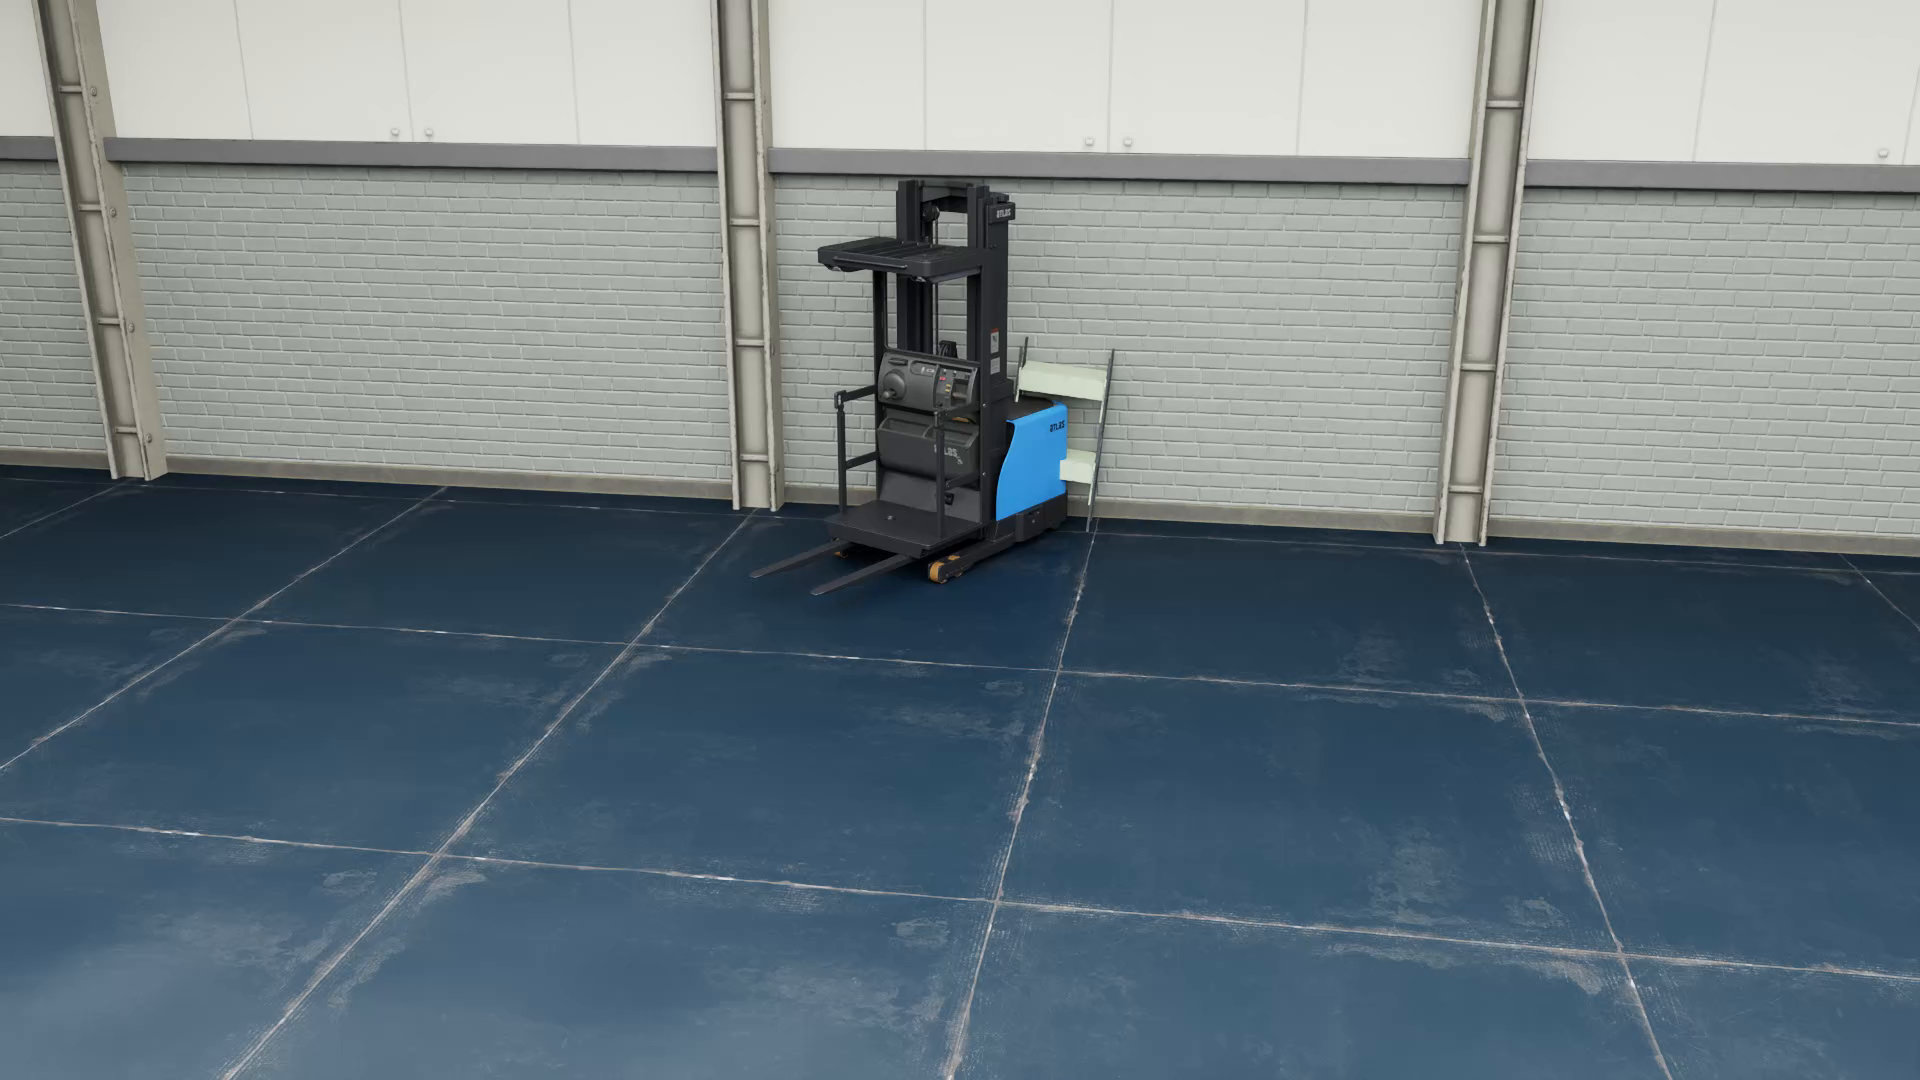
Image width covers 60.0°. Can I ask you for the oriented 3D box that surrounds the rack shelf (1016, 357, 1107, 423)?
[{"bbox_3d":[0.857,-1.254,13.859,0.720,0.370,0.431,8,20,7],"label":"rack shelf"}]

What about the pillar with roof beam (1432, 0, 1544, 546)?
[{"bbox_3d":[3.464,-2.927,8.368,0.400,9.000,9.100,3,19,9],"label":"pillar with roof beam"}]

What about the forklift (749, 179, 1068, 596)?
[{"bbox_3d":[-0.381,-1.231,12.863,1.130,2.935,3.031,14,23,35],"label":"forklift"}]

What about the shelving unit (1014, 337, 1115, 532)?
[{"bbox_3d":[0.818,-0.888,13.989,0.755,1.500,0.431,8,20,7],"label":"shelving unit"}]

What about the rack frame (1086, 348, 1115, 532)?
[{"bbox_3d":[1.177,-0.834,13.946,0.023,1.500,0.400,8,20,7],"label":"rack frame"}]

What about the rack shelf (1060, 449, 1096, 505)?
[{"bbox_3d":[0.785,-0.582,14.097,0.720,0.370,0.431,8,20,7],"label":"rack shelf"}]

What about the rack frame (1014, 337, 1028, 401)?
[{"bbox_3d":[0.458,-0.942,14.032,0.023,1.500,0.400,8,20,7],"label":"rack frame"}]

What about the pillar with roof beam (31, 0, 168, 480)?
[{"bbox_3d":[-8.384,-3.530,10.173,0.400,9.000,9.100,3,19,9],"label":"pillar with roof beam"}]

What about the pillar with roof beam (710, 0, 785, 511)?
[{"bbox_3d":[-2.460,-3.229,9.270,0.400,9.000,9.100,3,19,9],"label":"pillar with roof beam"}]
